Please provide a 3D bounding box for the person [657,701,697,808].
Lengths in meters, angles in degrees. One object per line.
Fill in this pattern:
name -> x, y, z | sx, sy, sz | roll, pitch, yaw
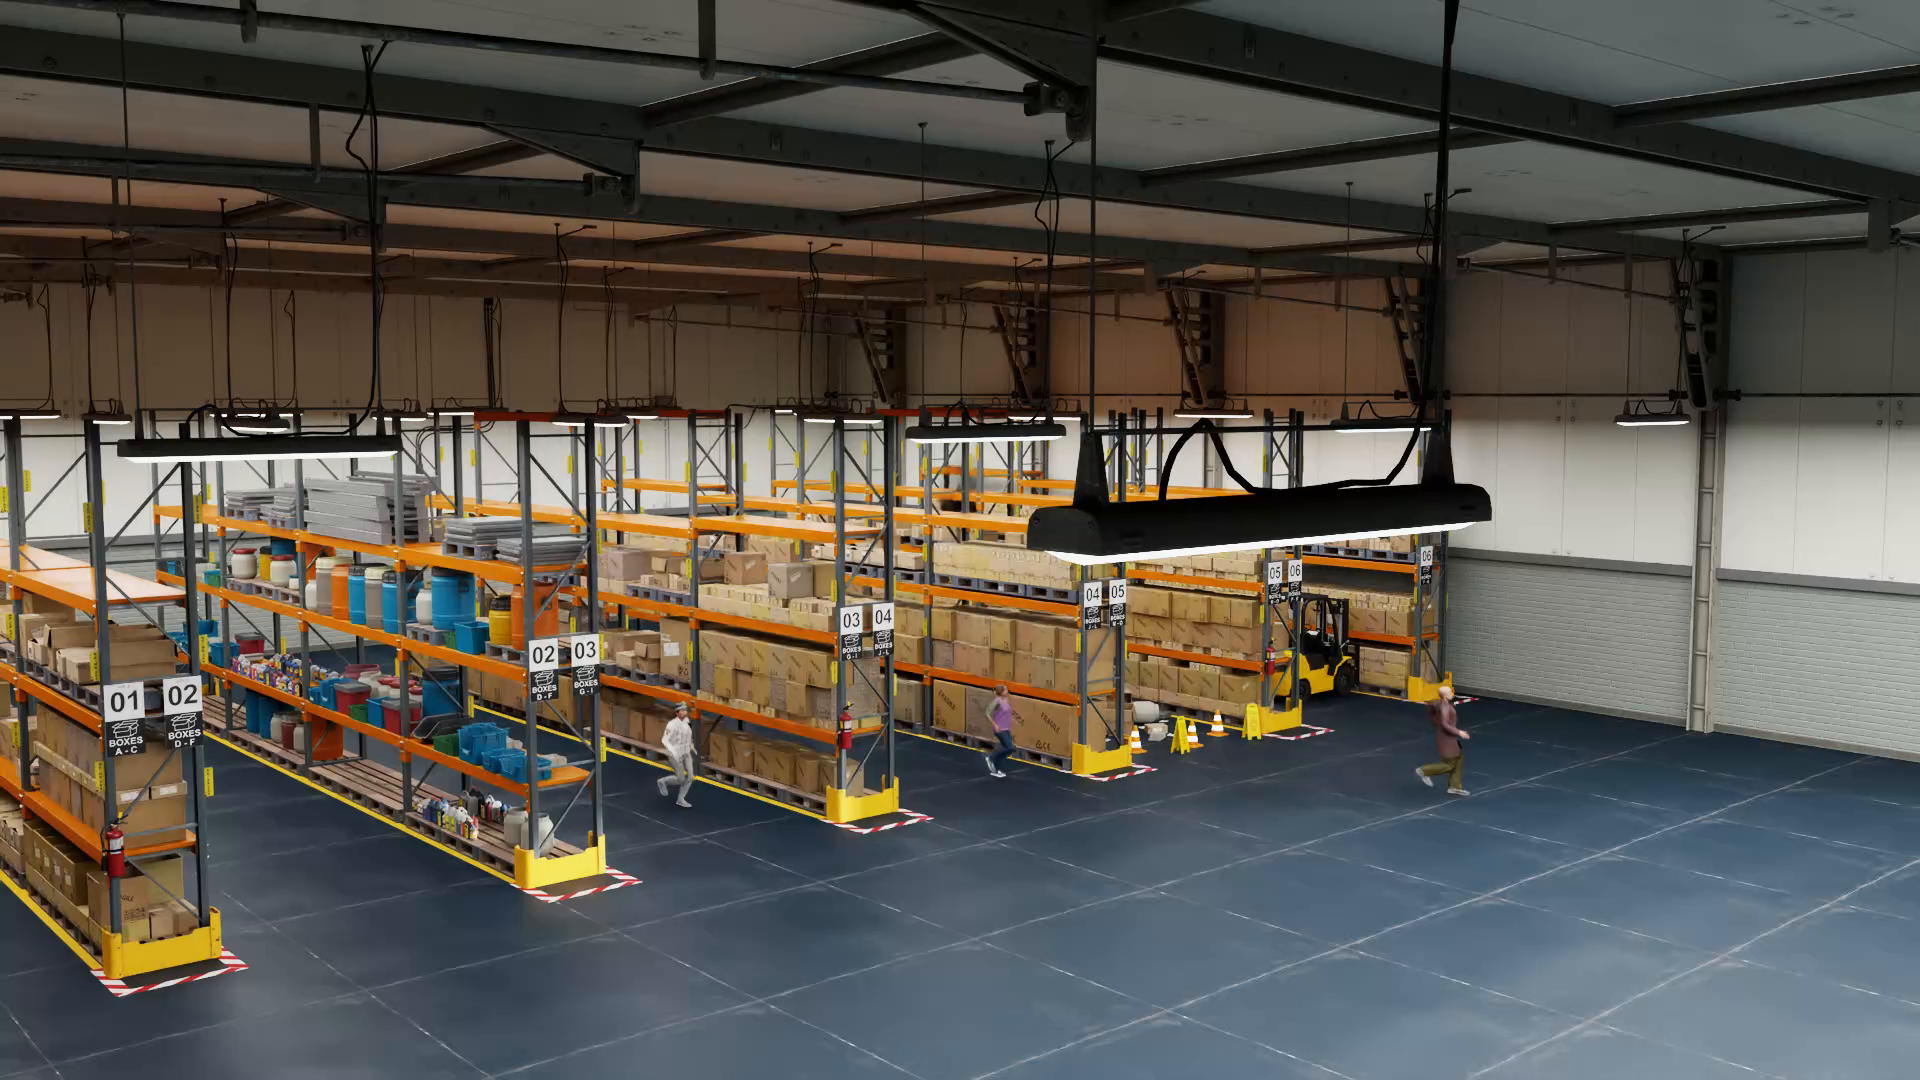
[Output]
person -> -4.364, 3.273, 25.587 | 0.593, 1.648, 0.603 | 4, 6, 35

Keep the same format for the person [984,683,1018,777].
person -> 0.717, 3.146, 27.457 | 0.494, 1.554, 0.523 | 3, 6, 30

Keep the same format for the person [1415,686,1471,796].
person -> 7.638, 3.168, 26.282 | 0.875, 1.748, 0.721 | 1, 5, 6
